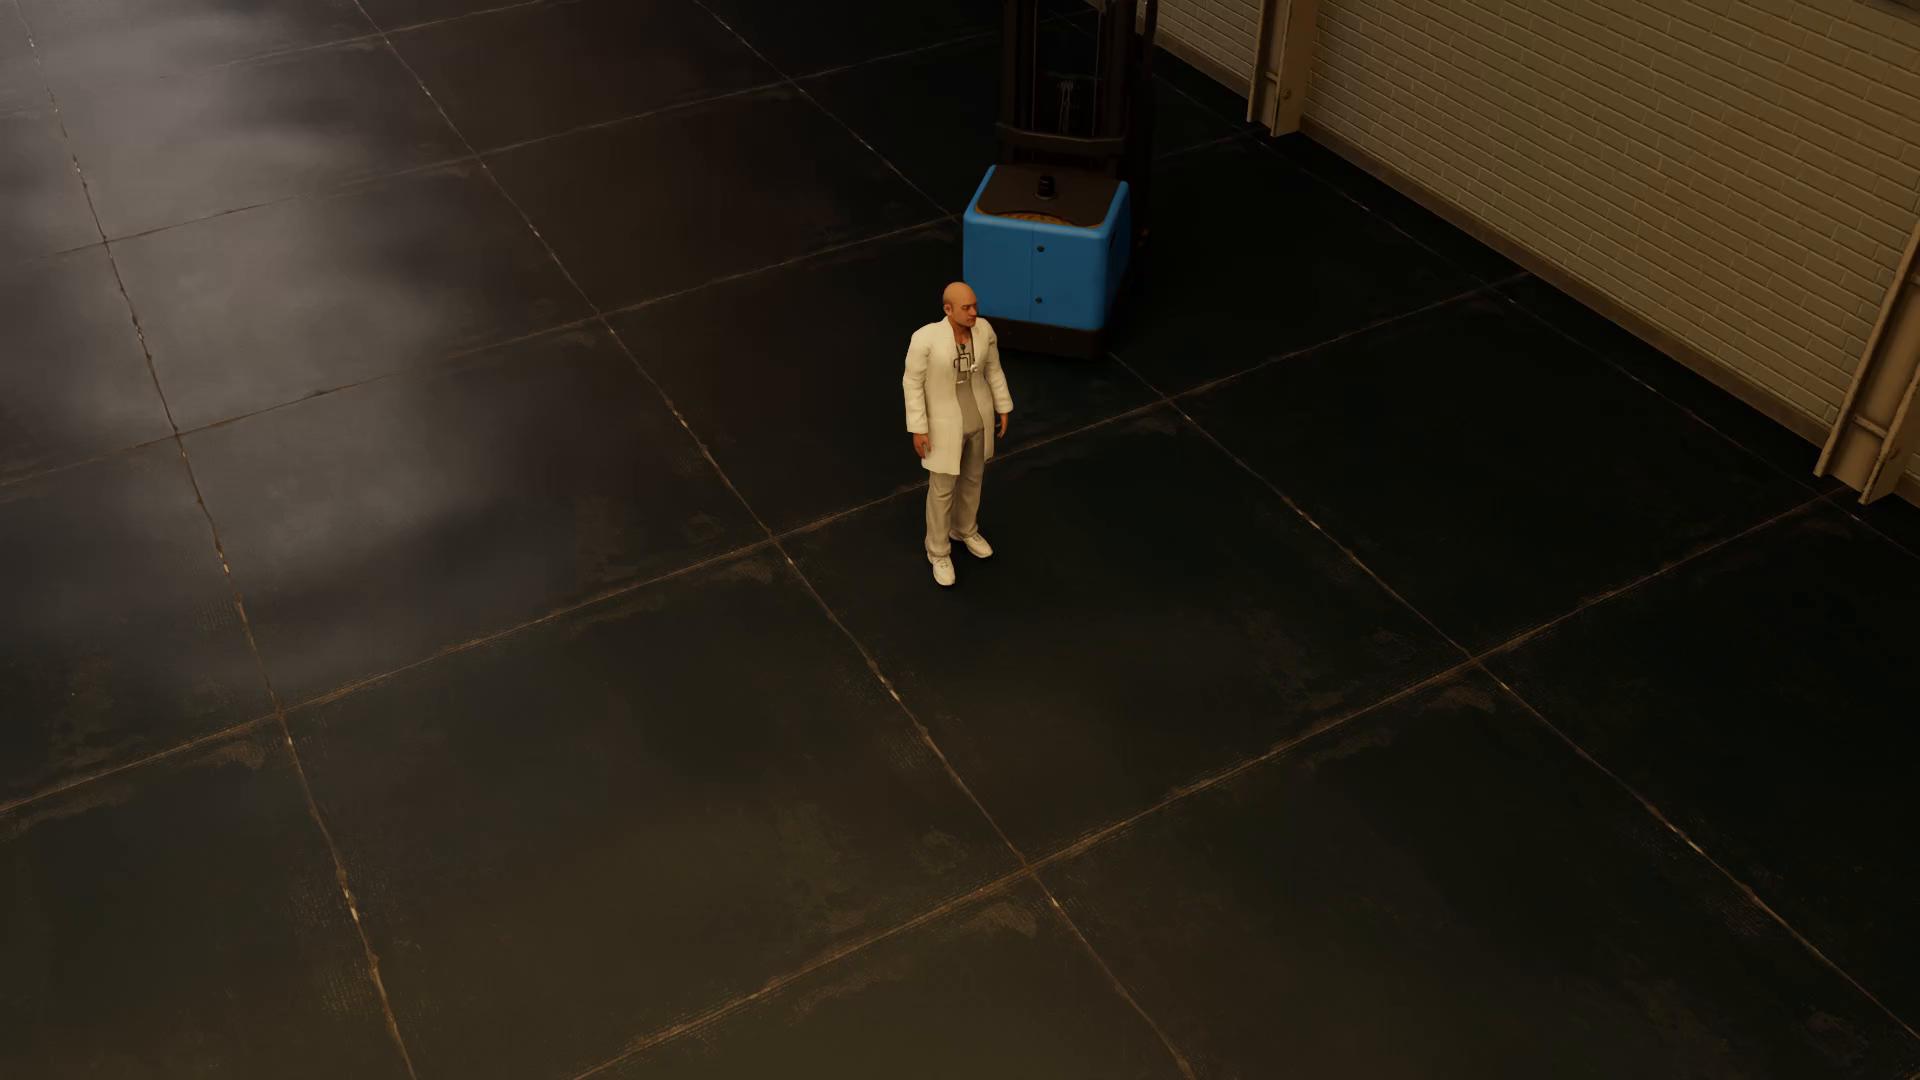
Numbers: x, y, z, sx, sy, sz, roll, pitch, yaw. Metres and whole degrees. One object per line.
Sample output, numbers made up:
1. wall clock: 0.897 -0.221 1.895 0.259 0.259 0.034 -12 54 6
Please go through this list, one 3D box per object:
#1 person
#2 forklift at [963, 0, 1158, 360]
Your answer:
1. person: 0.041 -0.638 9.698 0.694 1.776 0.581 -20 44 -23
2. forklift: 0.883 -3.348 12.073 1.130 2.935 3.031 10 41 12
